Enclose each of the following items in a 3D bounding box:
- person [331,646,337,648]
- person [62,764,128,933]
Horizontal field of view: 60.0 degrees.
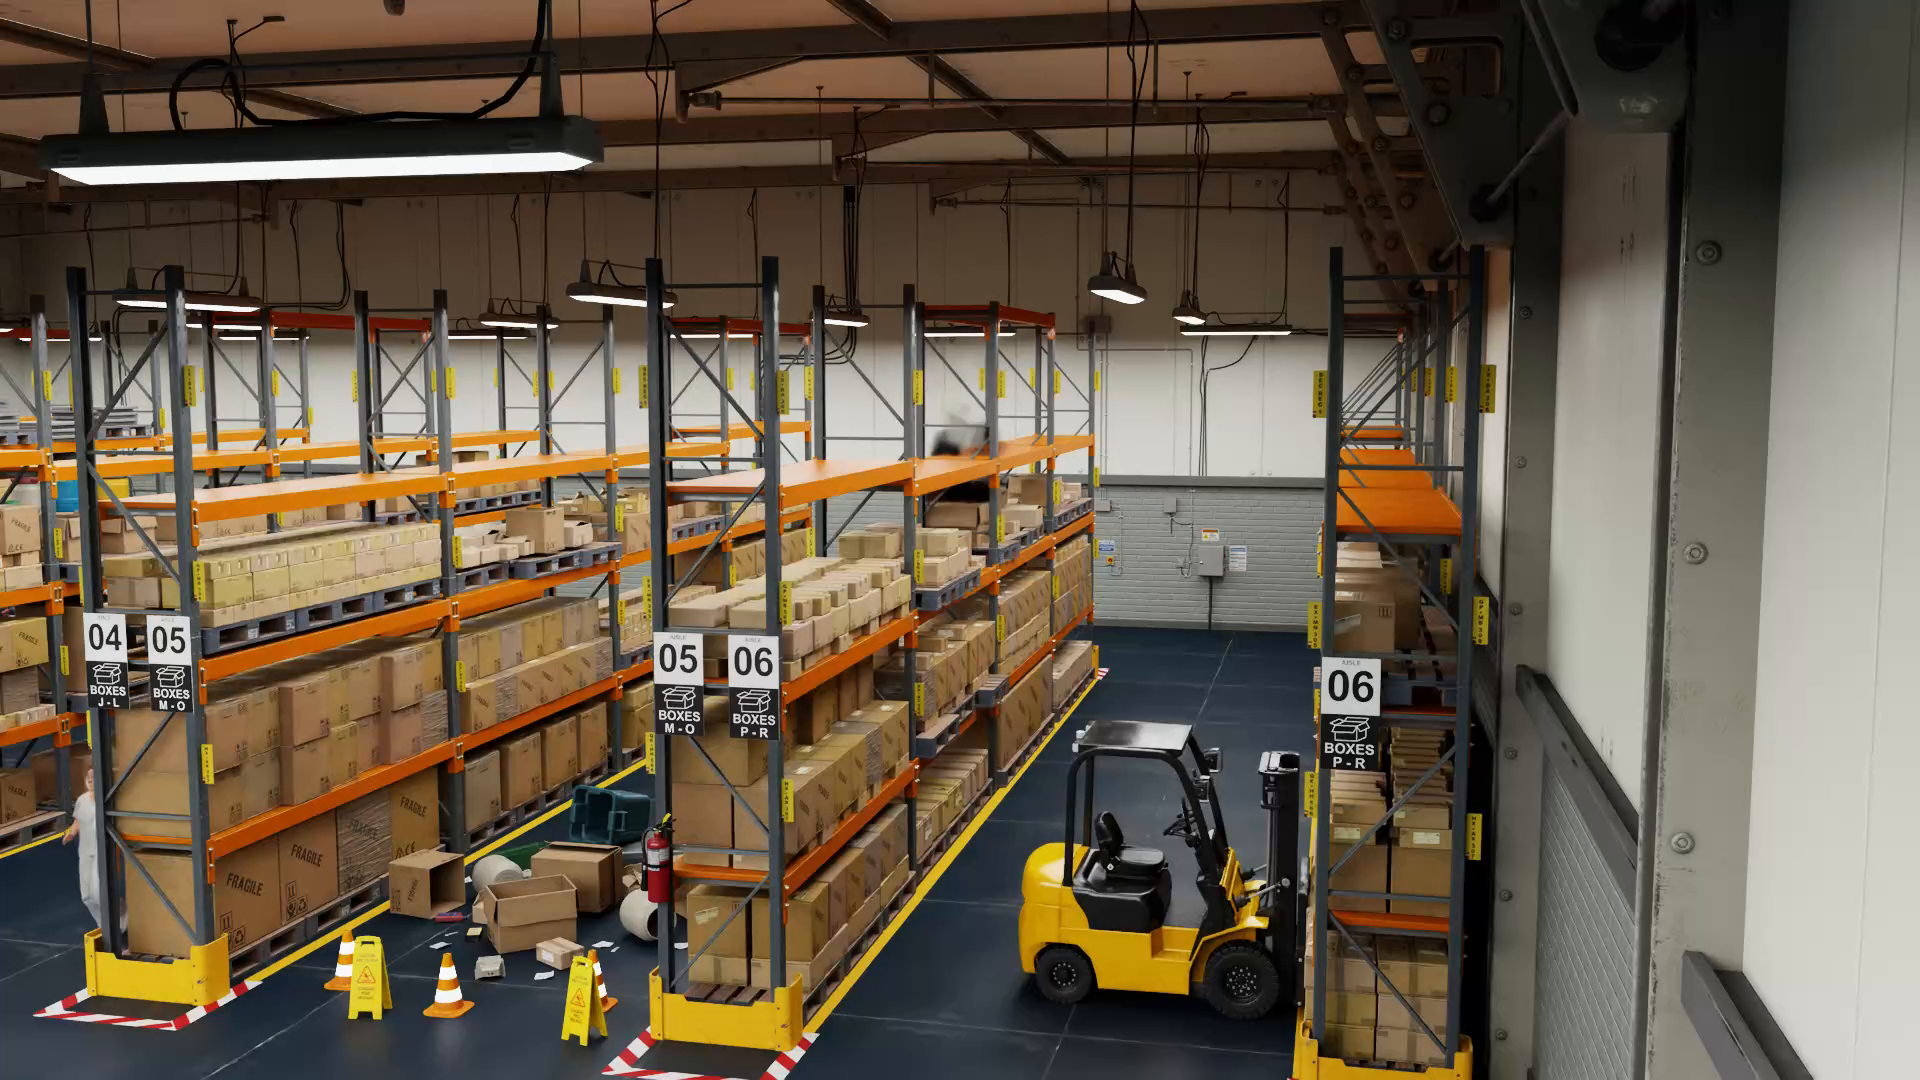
[{"bbox_3d":[-8.016,2.197,21.420,0.582,1.690,0.673,1,6,9],"label":"person"},{"bbox_3d":[-7.786,2.834,15.005,0.557,1.625,0.564,1,6,8],"label":"person"}]
